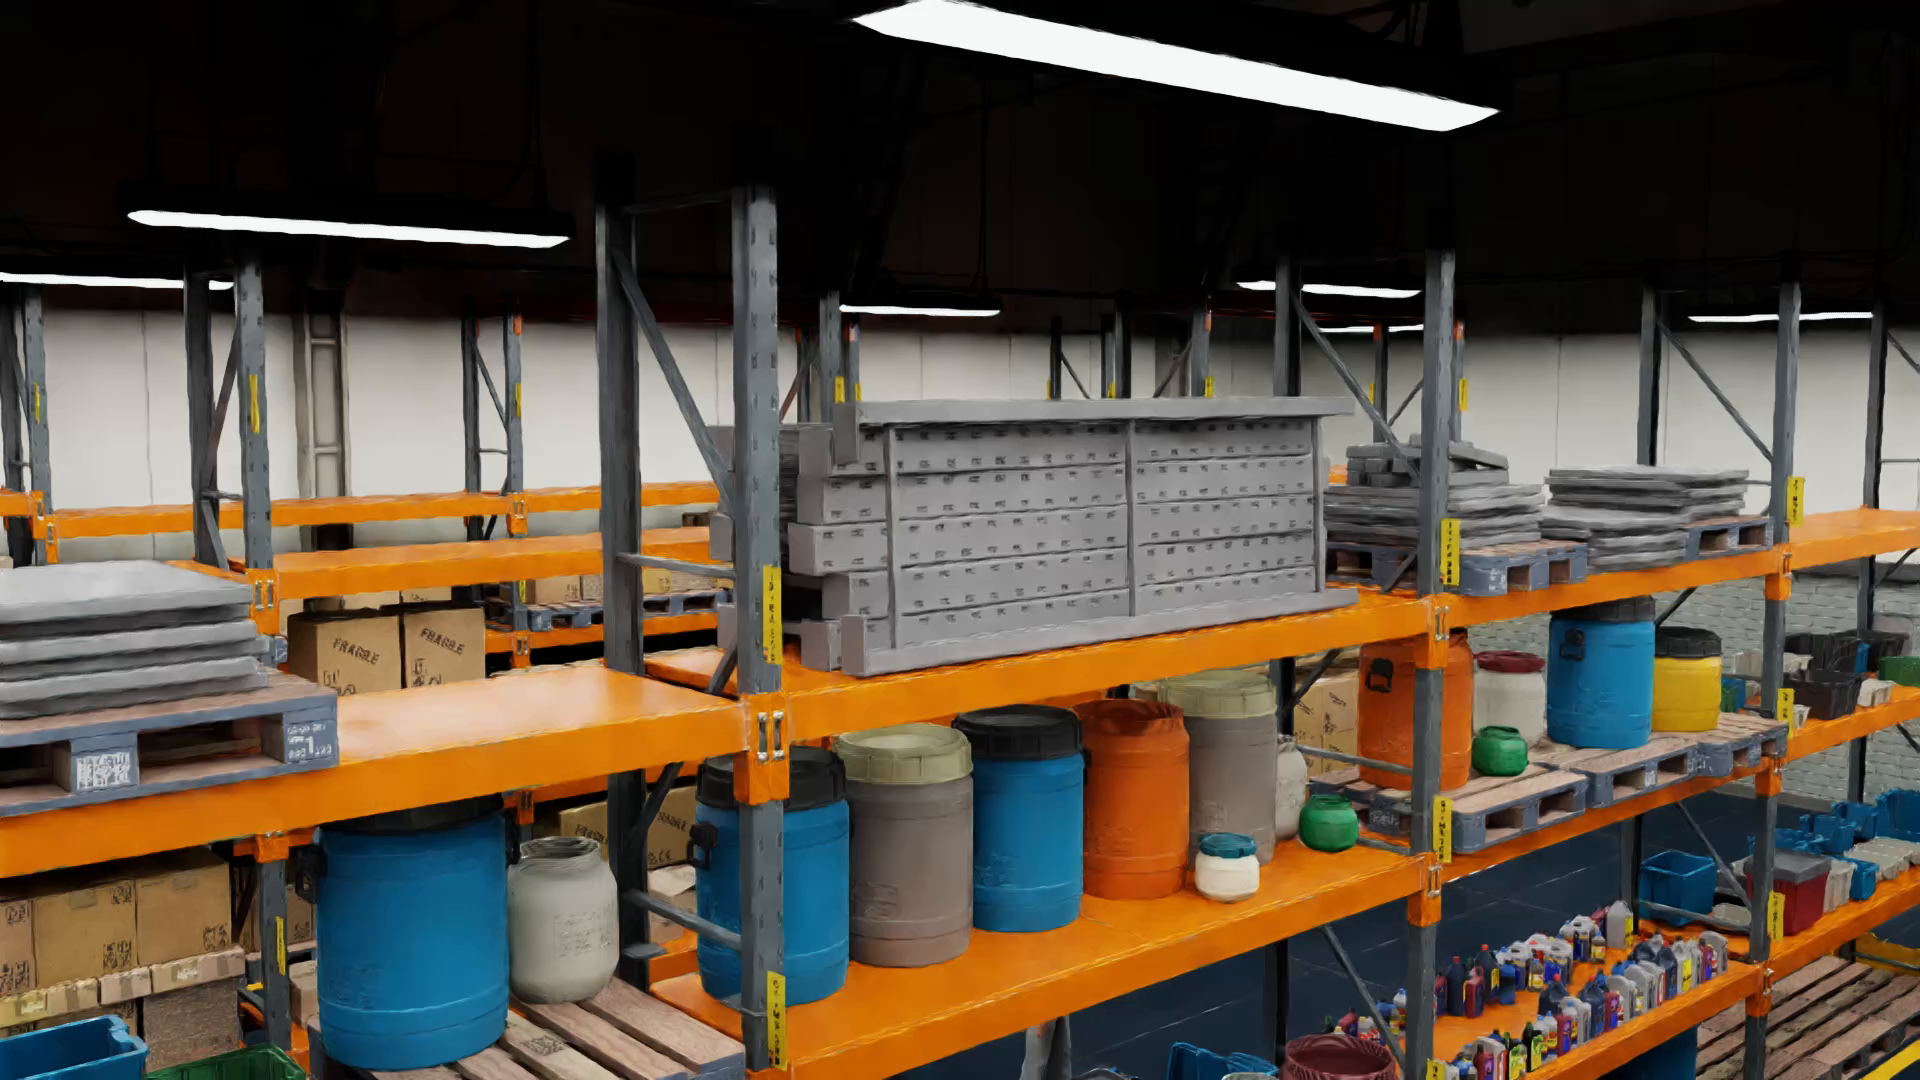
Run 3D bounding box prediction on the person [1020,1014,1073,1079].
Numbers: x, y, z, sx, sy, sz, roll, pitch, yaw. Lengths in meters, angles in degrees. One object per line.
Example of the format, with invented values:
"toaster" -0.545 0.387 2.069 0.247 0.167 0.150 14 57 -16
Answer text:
"person" 0.646 3.231 11.474 0.457 1.673 0.532 2 6 25
